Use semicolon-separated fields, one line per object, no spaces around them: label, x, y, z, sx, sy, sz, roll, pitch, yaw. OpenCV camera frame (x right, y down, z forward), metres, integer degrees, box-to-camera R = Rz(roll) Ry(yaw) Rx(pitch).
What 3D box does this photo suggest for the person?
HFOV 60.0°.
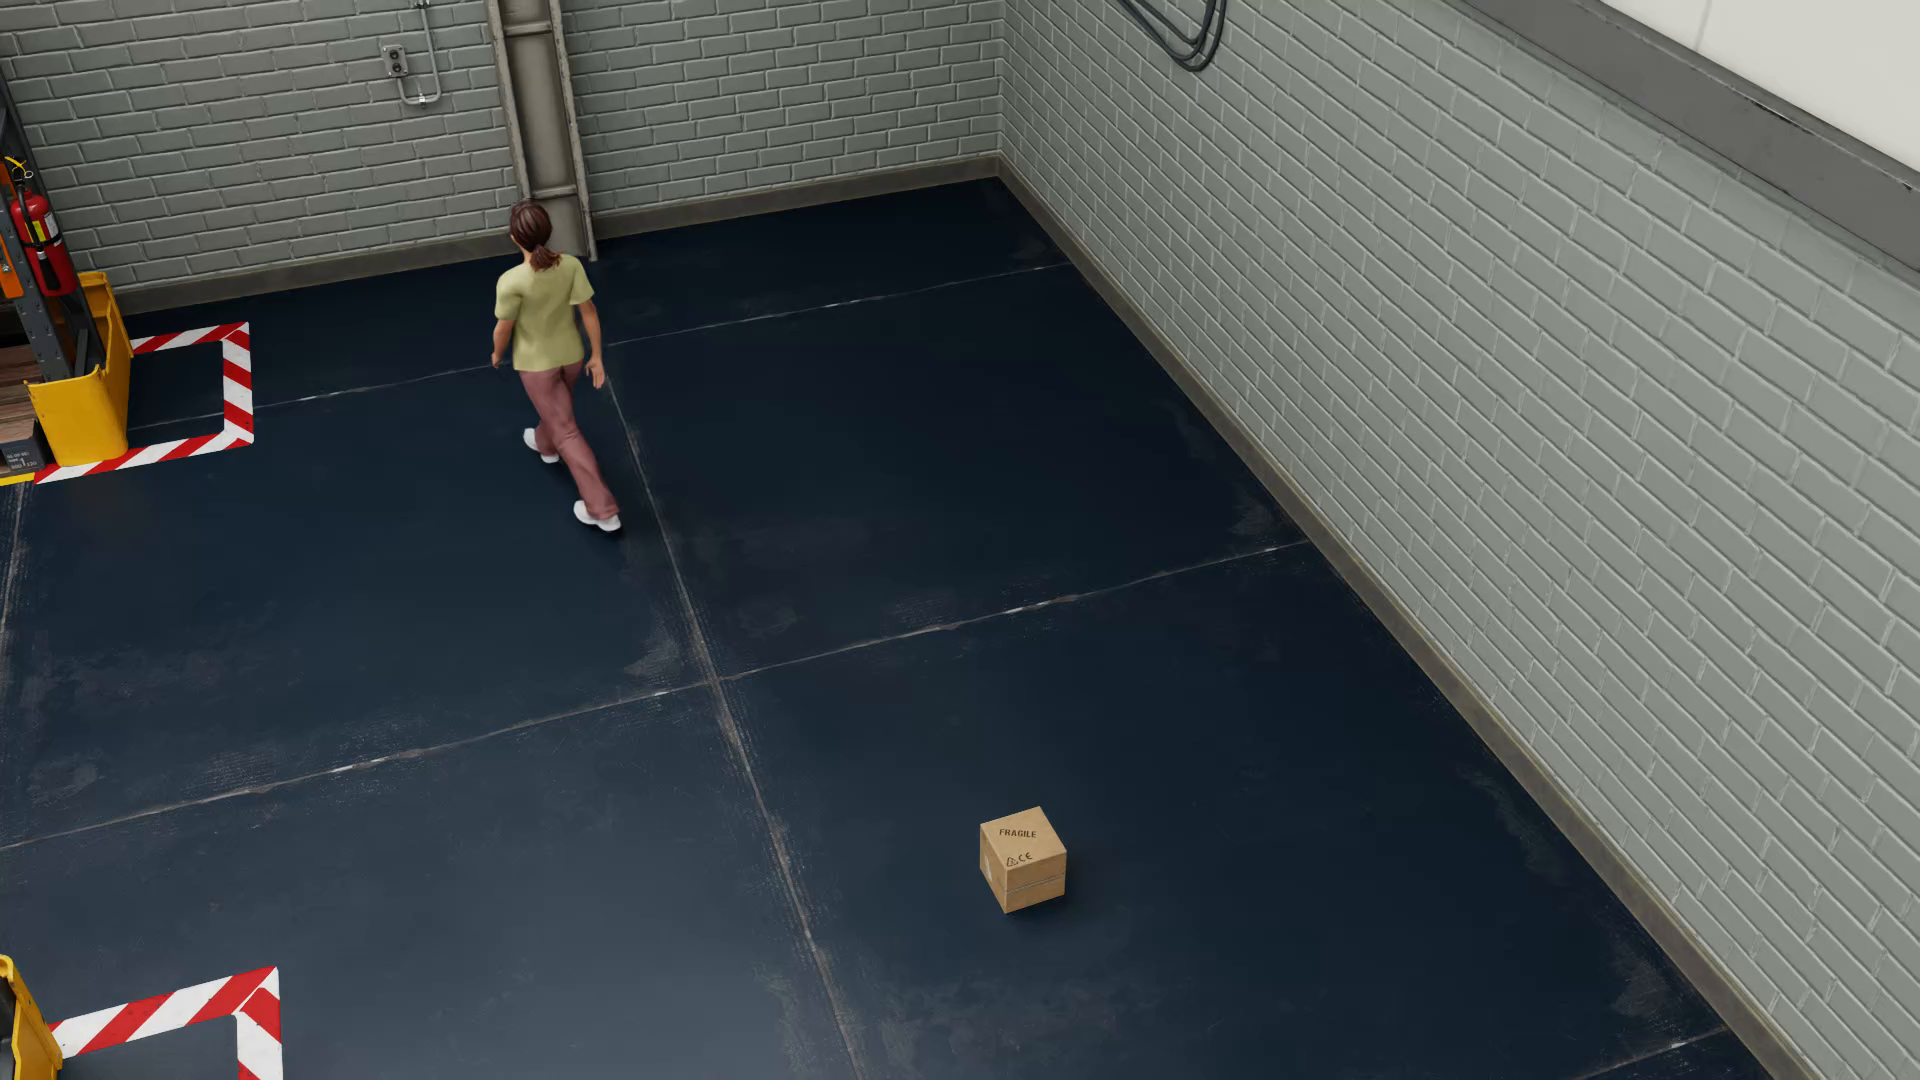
person;-2.001;-0.897;7.915;0.457;1.608;1.024;-30;47;-32
